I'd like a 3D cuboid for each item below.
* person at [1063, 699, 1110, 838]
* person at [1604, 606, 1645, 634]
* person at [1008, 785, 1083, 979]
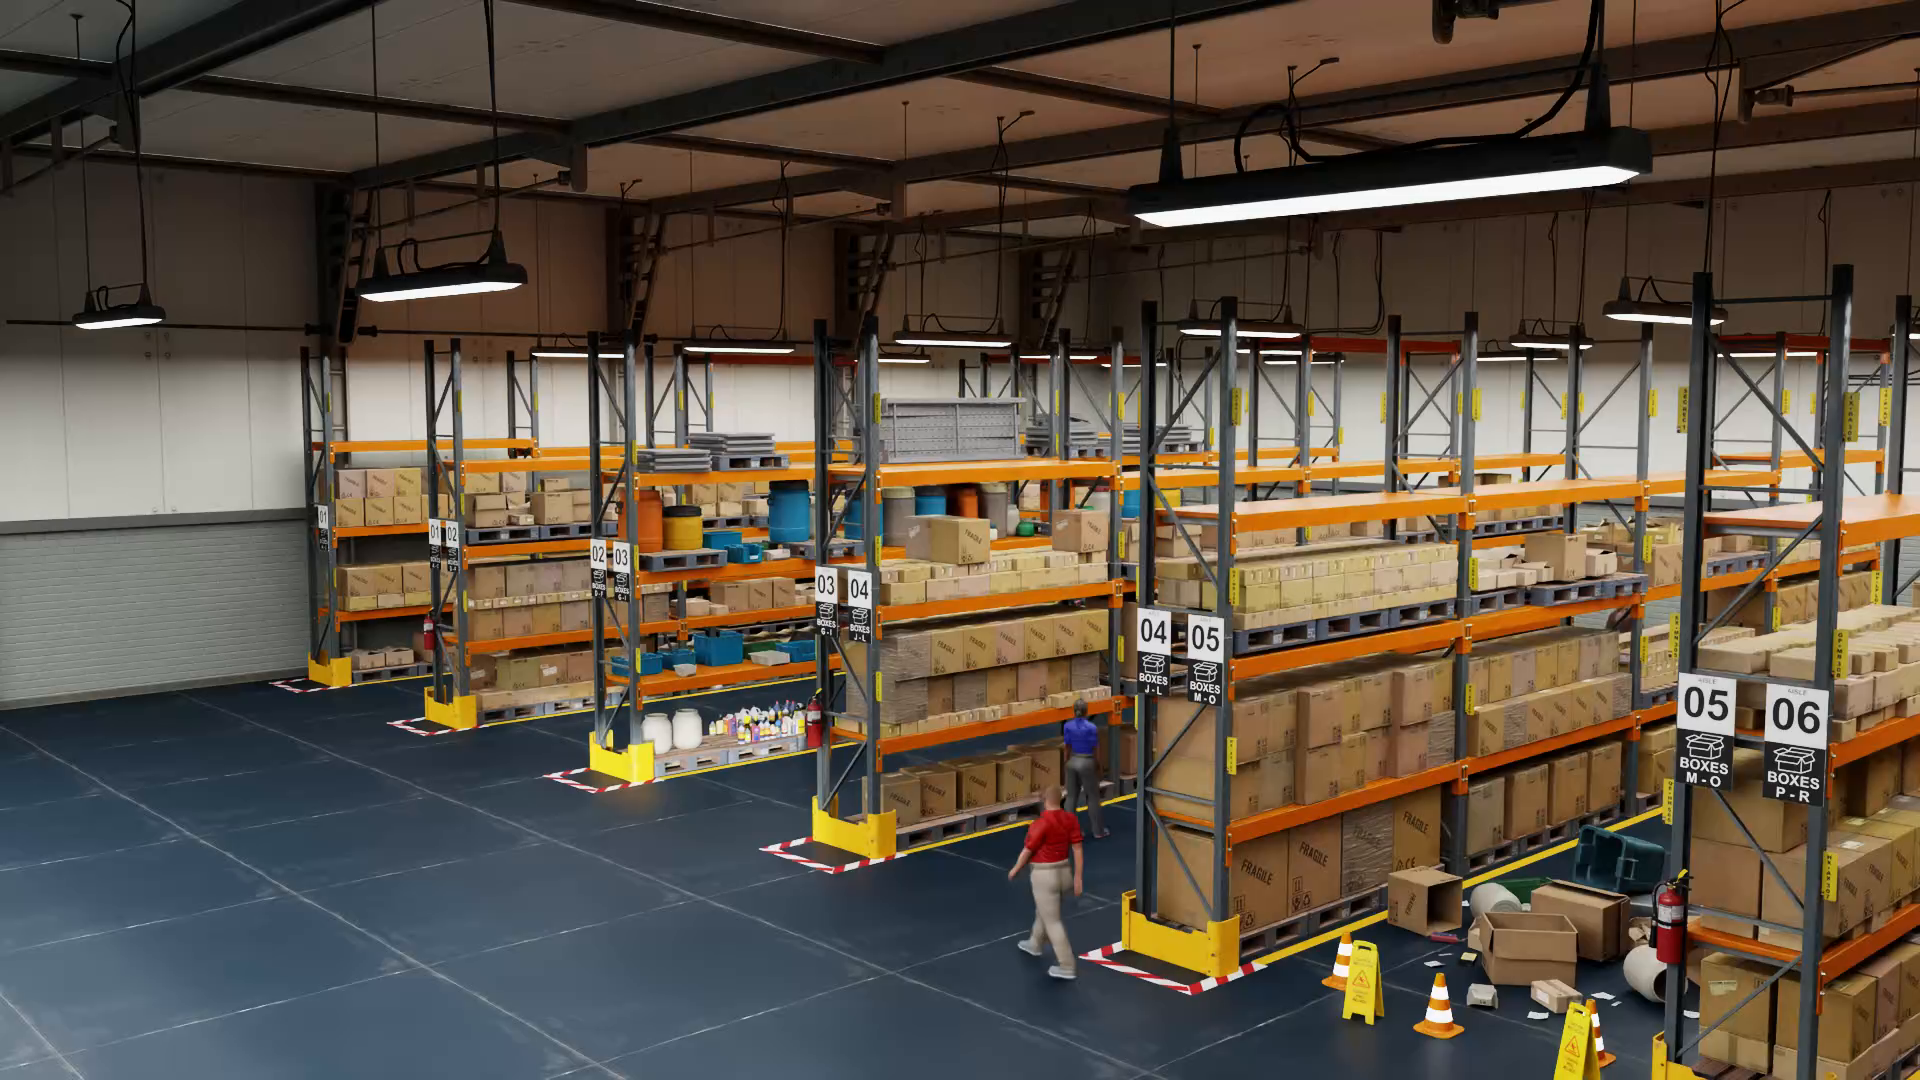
[{"bbox_3d":[1.493,2.651,19.349,0.548,1.634,0.415,-4,6,-38],"label":"person"},{"bbox_3d":[11.263,1.809,28.127,0.737,1.727,0.987,4,6,38],"label":"person"},{"bbox_3d":[0.726,2.998,14.866,0.924,1.691,0.580,5,7,43],"label":"person"}]
